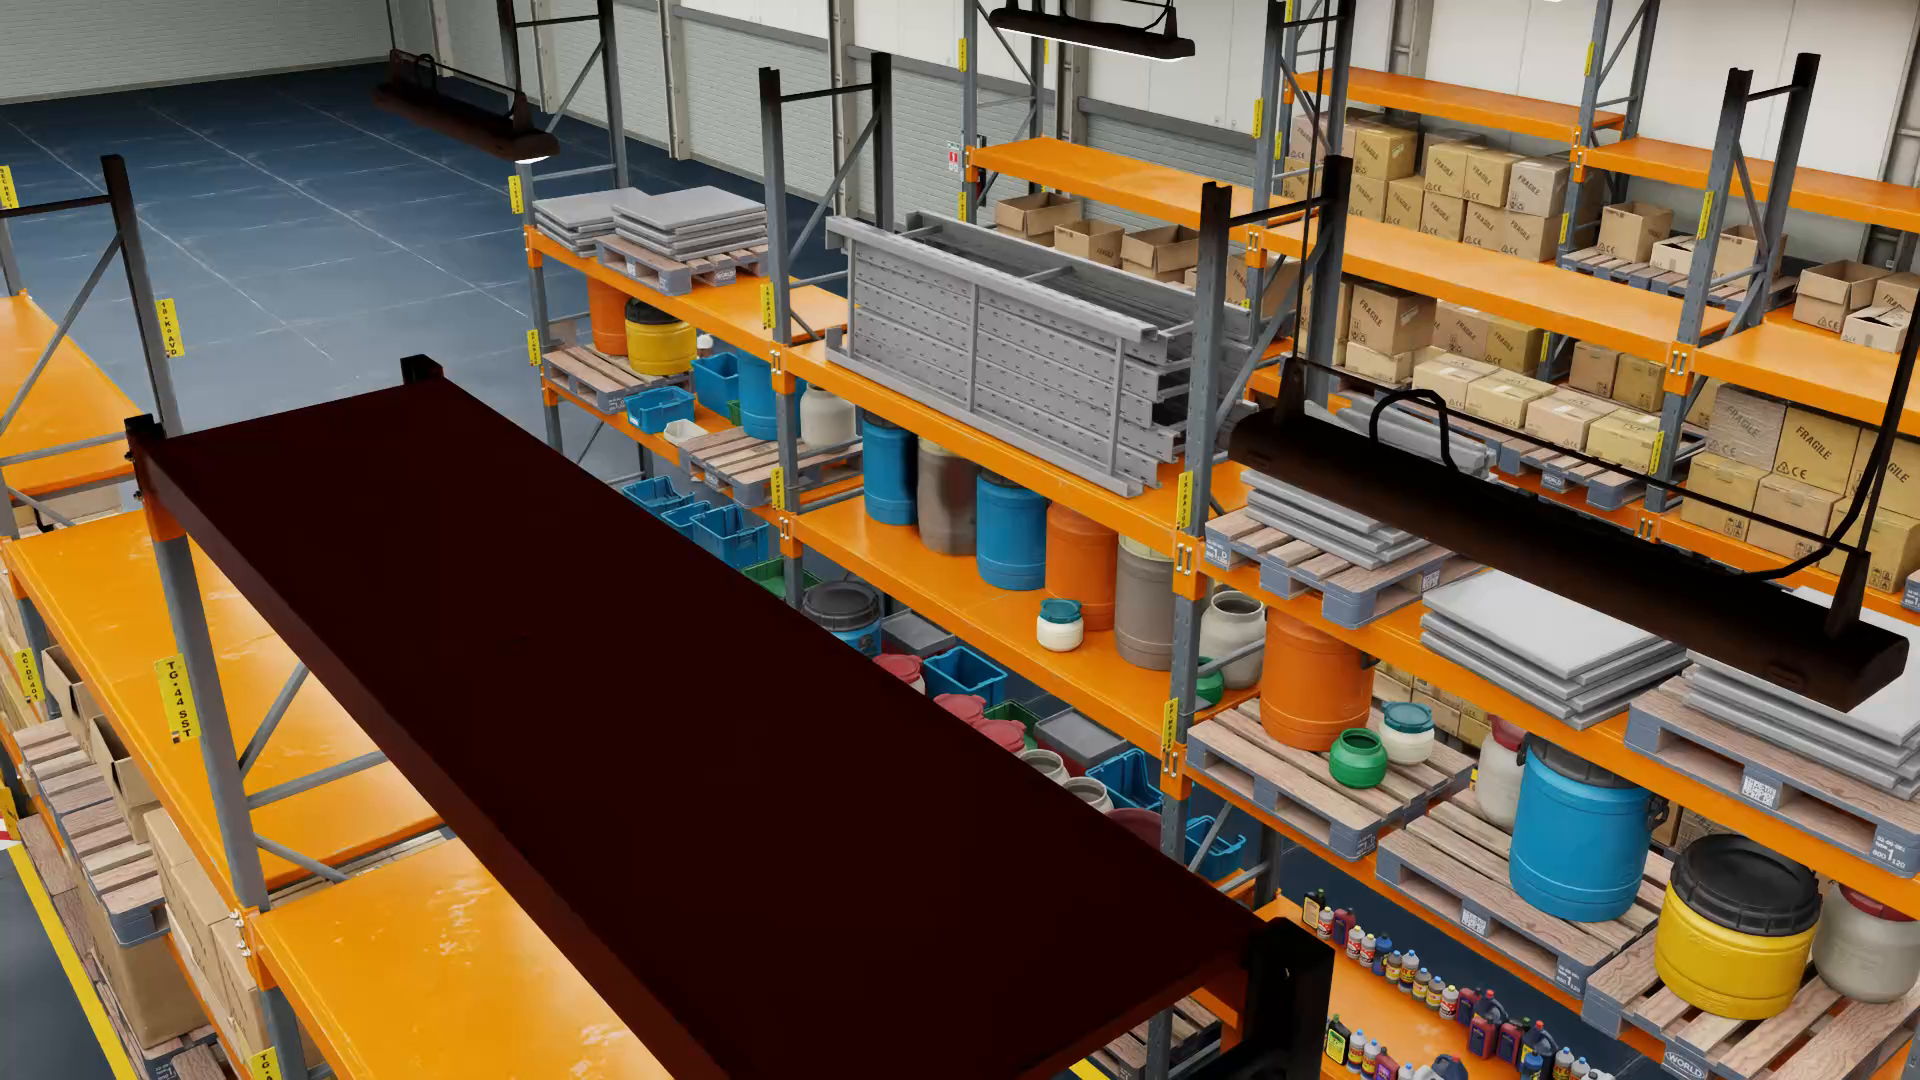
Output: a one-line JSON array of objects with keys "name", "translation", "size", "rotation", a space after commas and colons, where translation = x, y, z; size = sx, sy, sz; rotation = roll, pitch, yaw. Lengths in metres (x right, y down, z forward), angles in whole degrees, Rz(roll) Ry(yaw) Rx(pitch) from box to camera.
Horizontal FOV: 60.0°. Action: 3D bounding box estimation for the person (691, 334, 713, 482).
[{"name": "person", "translation": [-2.940, -1.547, 19.424], "size": [0.630, 1.790, 0.522], "rotation": [21, 33, 36]}]
